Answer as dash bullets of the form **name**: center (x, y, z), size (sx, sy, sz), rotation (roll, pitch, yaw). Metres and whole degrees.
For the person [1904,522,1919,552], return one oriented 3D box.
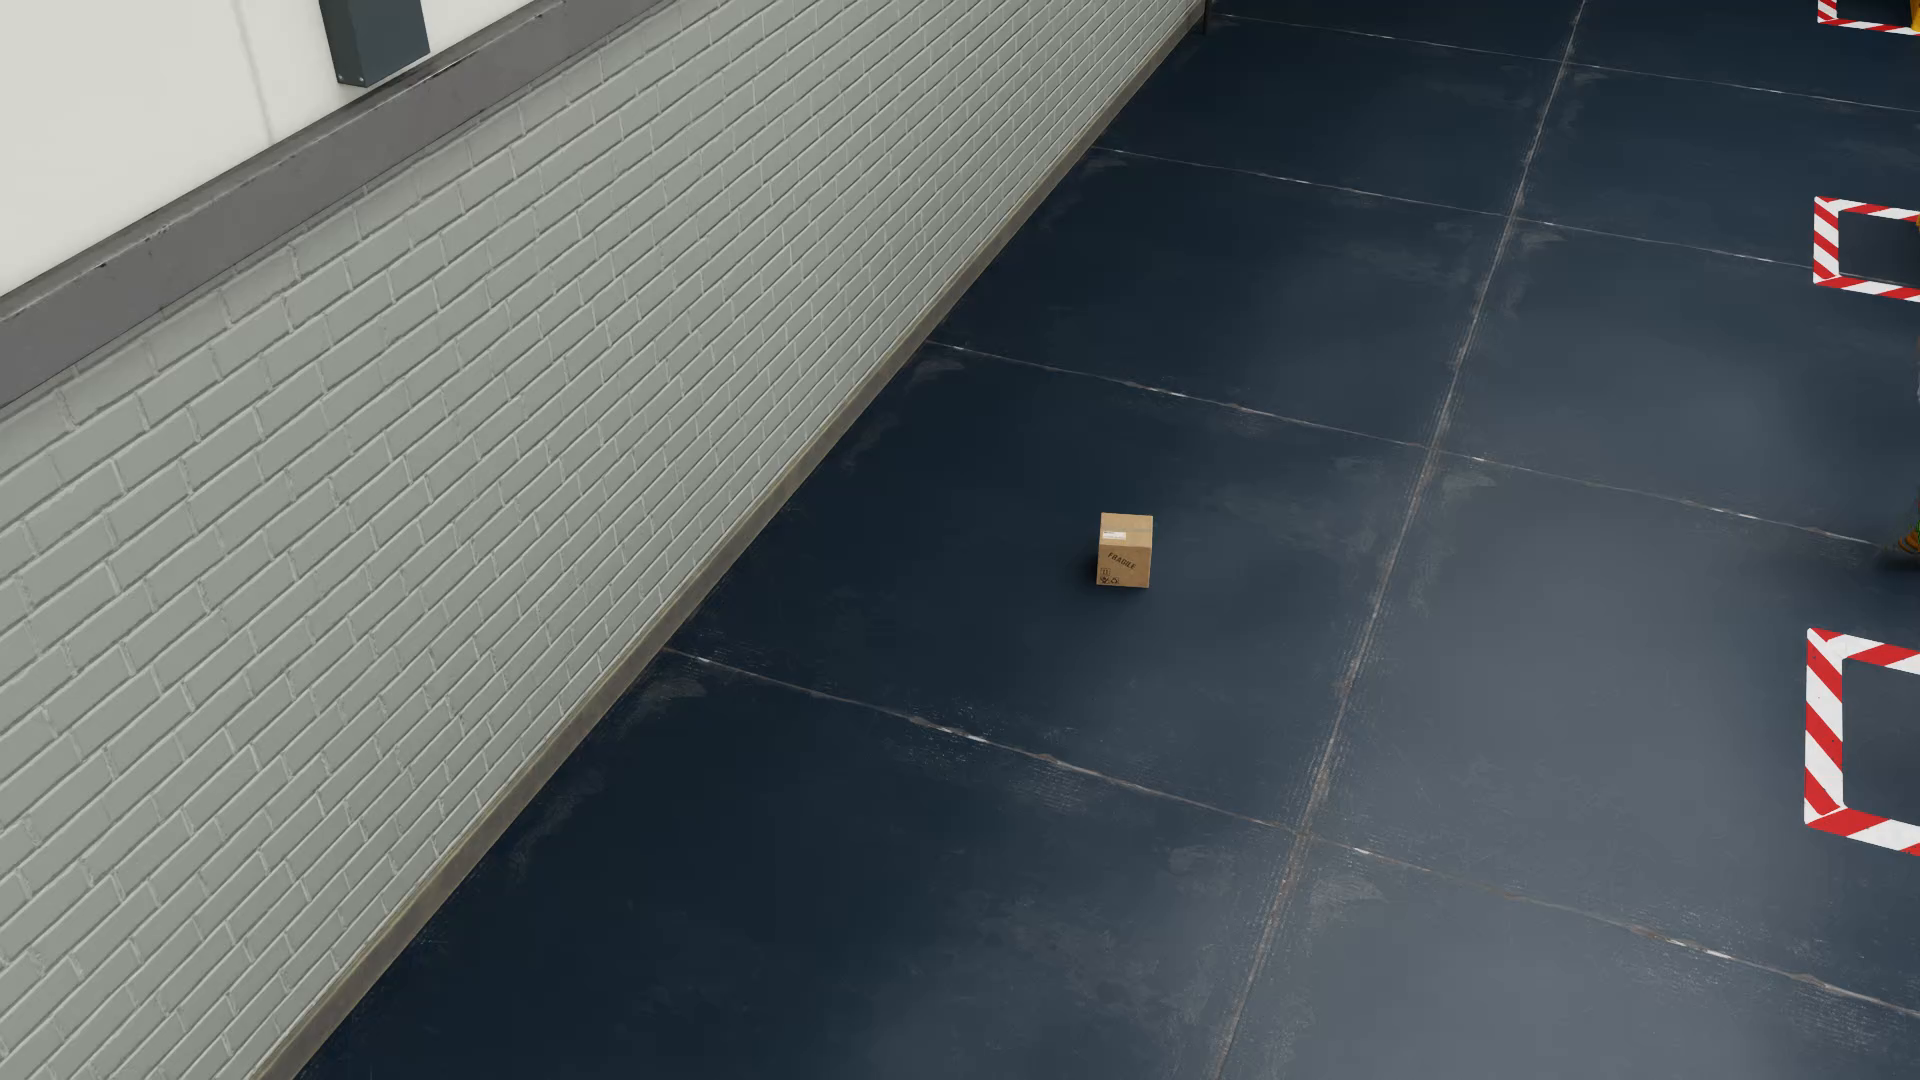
- **person**: center (5.075, -0.646, 7.672), size (1.037, 1.755, 0.577), rotation (-1, 37, -1)
